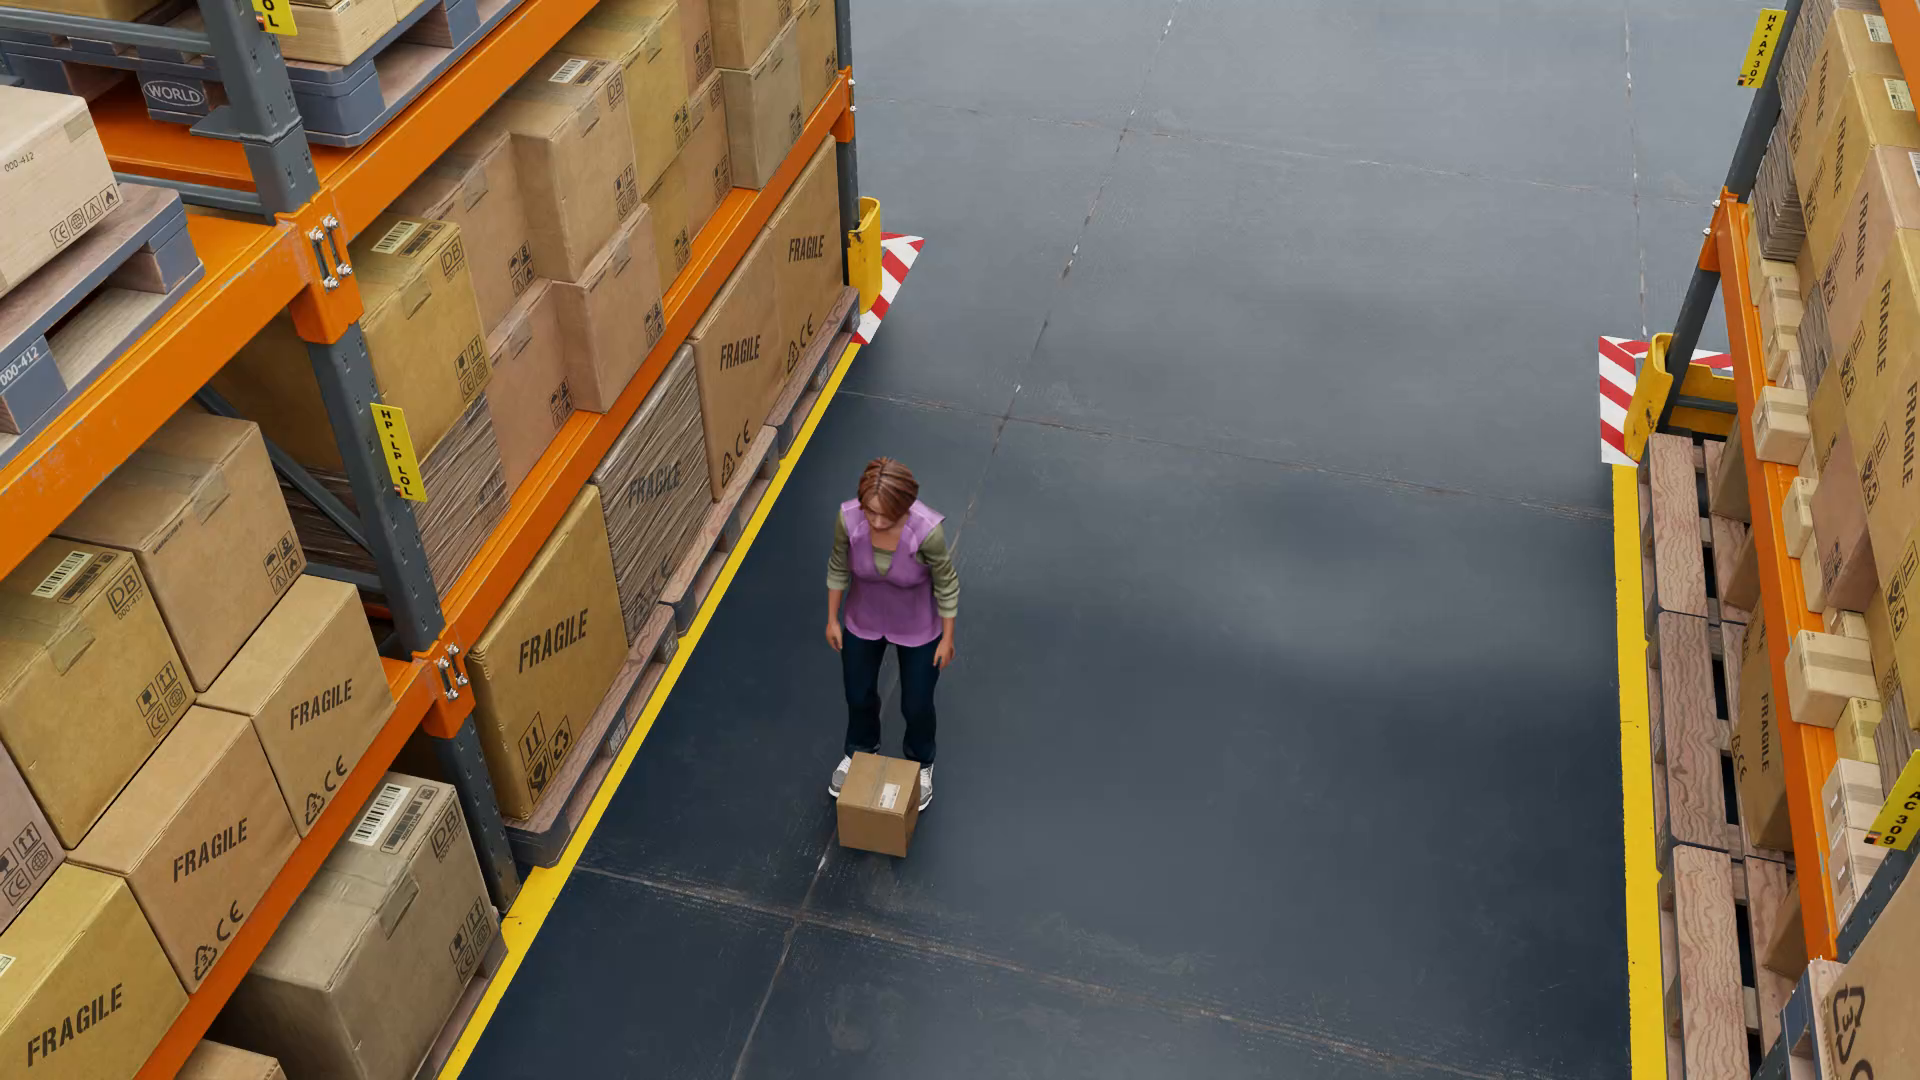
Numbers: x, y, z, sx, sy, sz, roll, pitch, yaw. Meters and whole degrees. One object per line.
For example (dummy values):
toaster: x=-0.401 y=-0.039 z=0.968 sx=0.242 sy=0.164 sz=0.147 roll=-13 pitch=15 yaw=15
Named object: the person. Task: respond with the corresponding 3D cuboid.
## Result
person: x=-0.240 y=0.315 z=5.812 sx=0.474 sy=1.593 sz=0.349 roll=9 pitch=42 yaw=10
